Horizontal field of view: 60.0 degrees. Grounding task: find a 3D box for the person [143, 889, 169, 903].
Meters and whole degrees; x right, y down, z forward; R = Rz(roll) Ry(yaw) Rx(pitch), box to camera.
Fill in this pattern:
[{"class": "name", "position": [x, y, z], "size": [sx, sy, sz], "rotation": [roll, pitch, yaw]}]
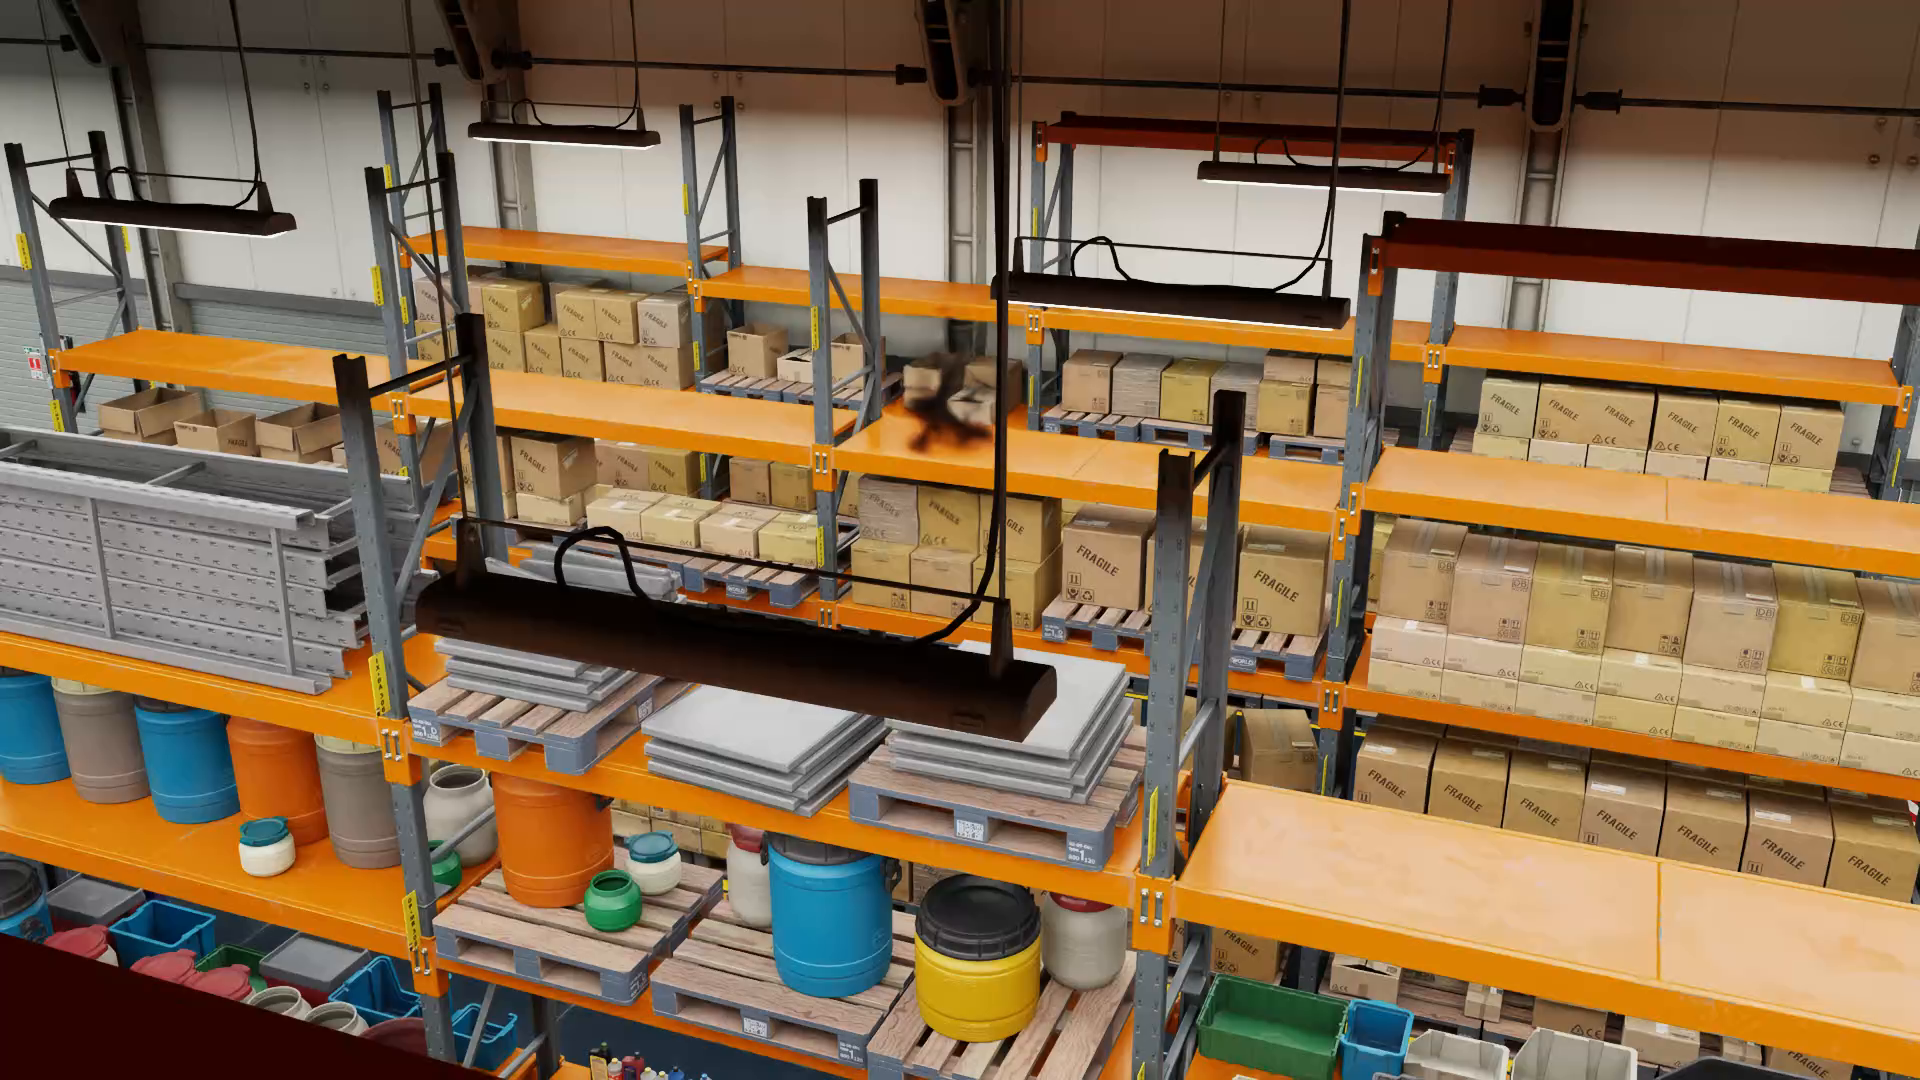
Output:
[{"class": "person", "position": [-6.858, 2.482, 13.598], "size": [0.652, 1.620, 0.582], "rotation": [7, 22, 17]}]
